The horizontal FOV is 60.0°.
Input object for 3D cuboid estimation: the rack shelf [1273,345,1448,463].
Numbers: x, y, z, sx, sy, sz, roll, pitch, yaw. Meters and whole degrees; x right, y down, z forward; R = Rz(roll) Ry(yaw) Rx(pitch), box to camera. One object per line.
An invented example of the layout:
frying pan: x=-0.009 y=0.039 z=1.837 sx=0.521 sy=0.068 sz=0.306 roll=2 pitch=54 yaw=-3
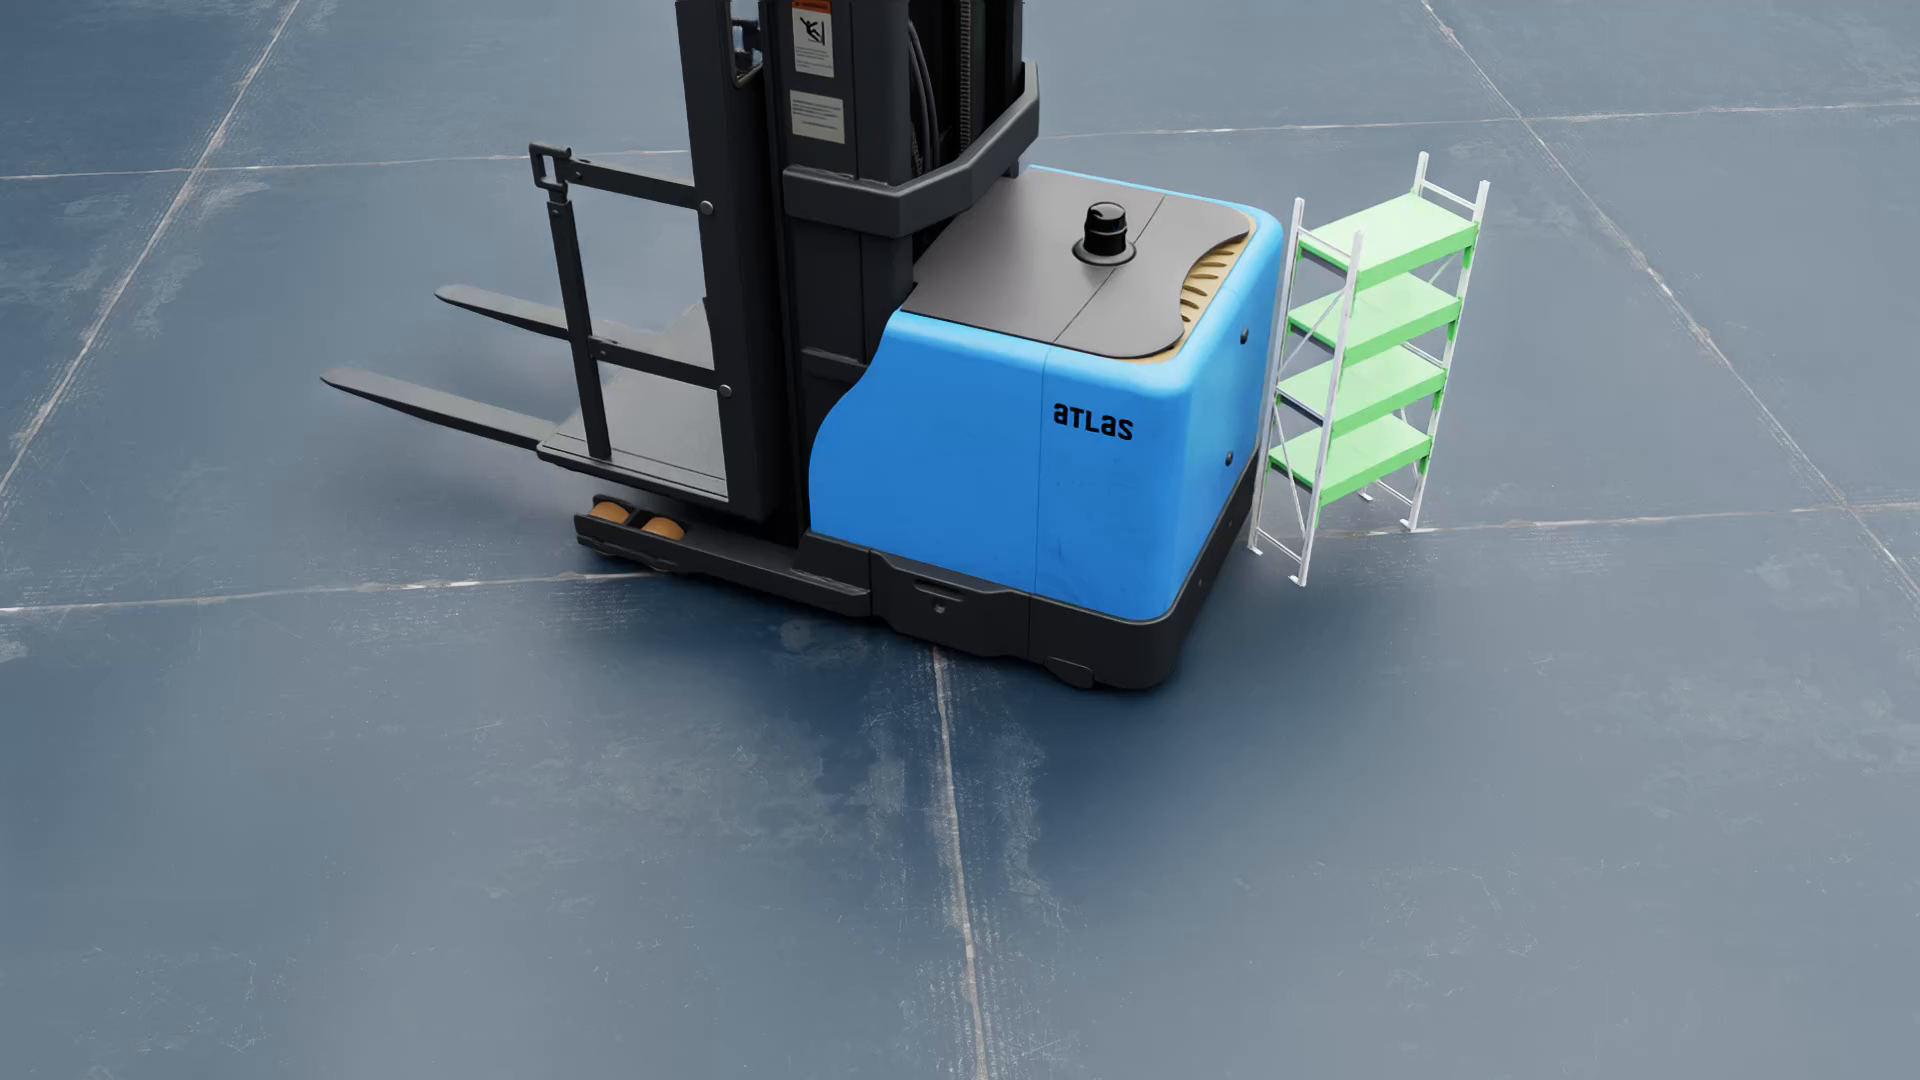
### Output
rack shelf: x=1.176 y=-0.427 z=4.925 sx=0.480 sy=0.148 sz=0.258 roll=-24 pitch=44 yaw=-27

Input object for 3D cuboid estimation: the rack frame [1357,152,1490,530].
rack frame: x=1.375 y=-0.565 z=4.997 sx=0.015 sy=1.200 sz=0.240 roll=-24 pitch=44 yaw=-27

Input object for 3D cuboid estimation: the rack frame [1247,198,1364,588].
rack frame: x=0.978 y=-0.389 z=4.774 sx=0.015 sy=1.200 sz=0.240 roll=-24 pitch=44 yaw=-27

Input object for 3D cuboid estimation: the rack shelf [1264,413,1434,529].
rack shelf: x=1.176 y=-0.238 z=5.074 sx=0.480 sy=0.148 sz=0.258 roll=-24 pitch=44 yaw=-27

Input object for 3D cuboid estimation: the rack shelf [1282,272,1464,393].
rack shelf: x=1.176 y=-0.615 z=4.777 sx=0.480 sy=0.148 sz=0.258 roll=-24 pitch=44 yaw=-27

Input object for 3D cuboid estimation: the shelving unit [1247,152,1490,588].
shelving unit: x=1.176 y=-0.477 z=4.886 sx=0.503 sy=1.200 sz=0.258 roll=-24 pitch=44 yaw=-27

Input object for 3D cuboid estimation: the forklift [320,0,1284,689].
forklift: x=-0.635 y=-1.334 z=4.575 sx=3.031 sy=2.935 sz=1.130 roll=15 pitch=41 yaw=18

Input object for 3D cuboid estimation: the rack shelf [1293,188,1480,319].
rack shelf: x=1.176 y=-0.803 z=4.628 sx=0.480 sy=0.148 sz=0.258 roll=-24 pitch=44 yaw=-27
